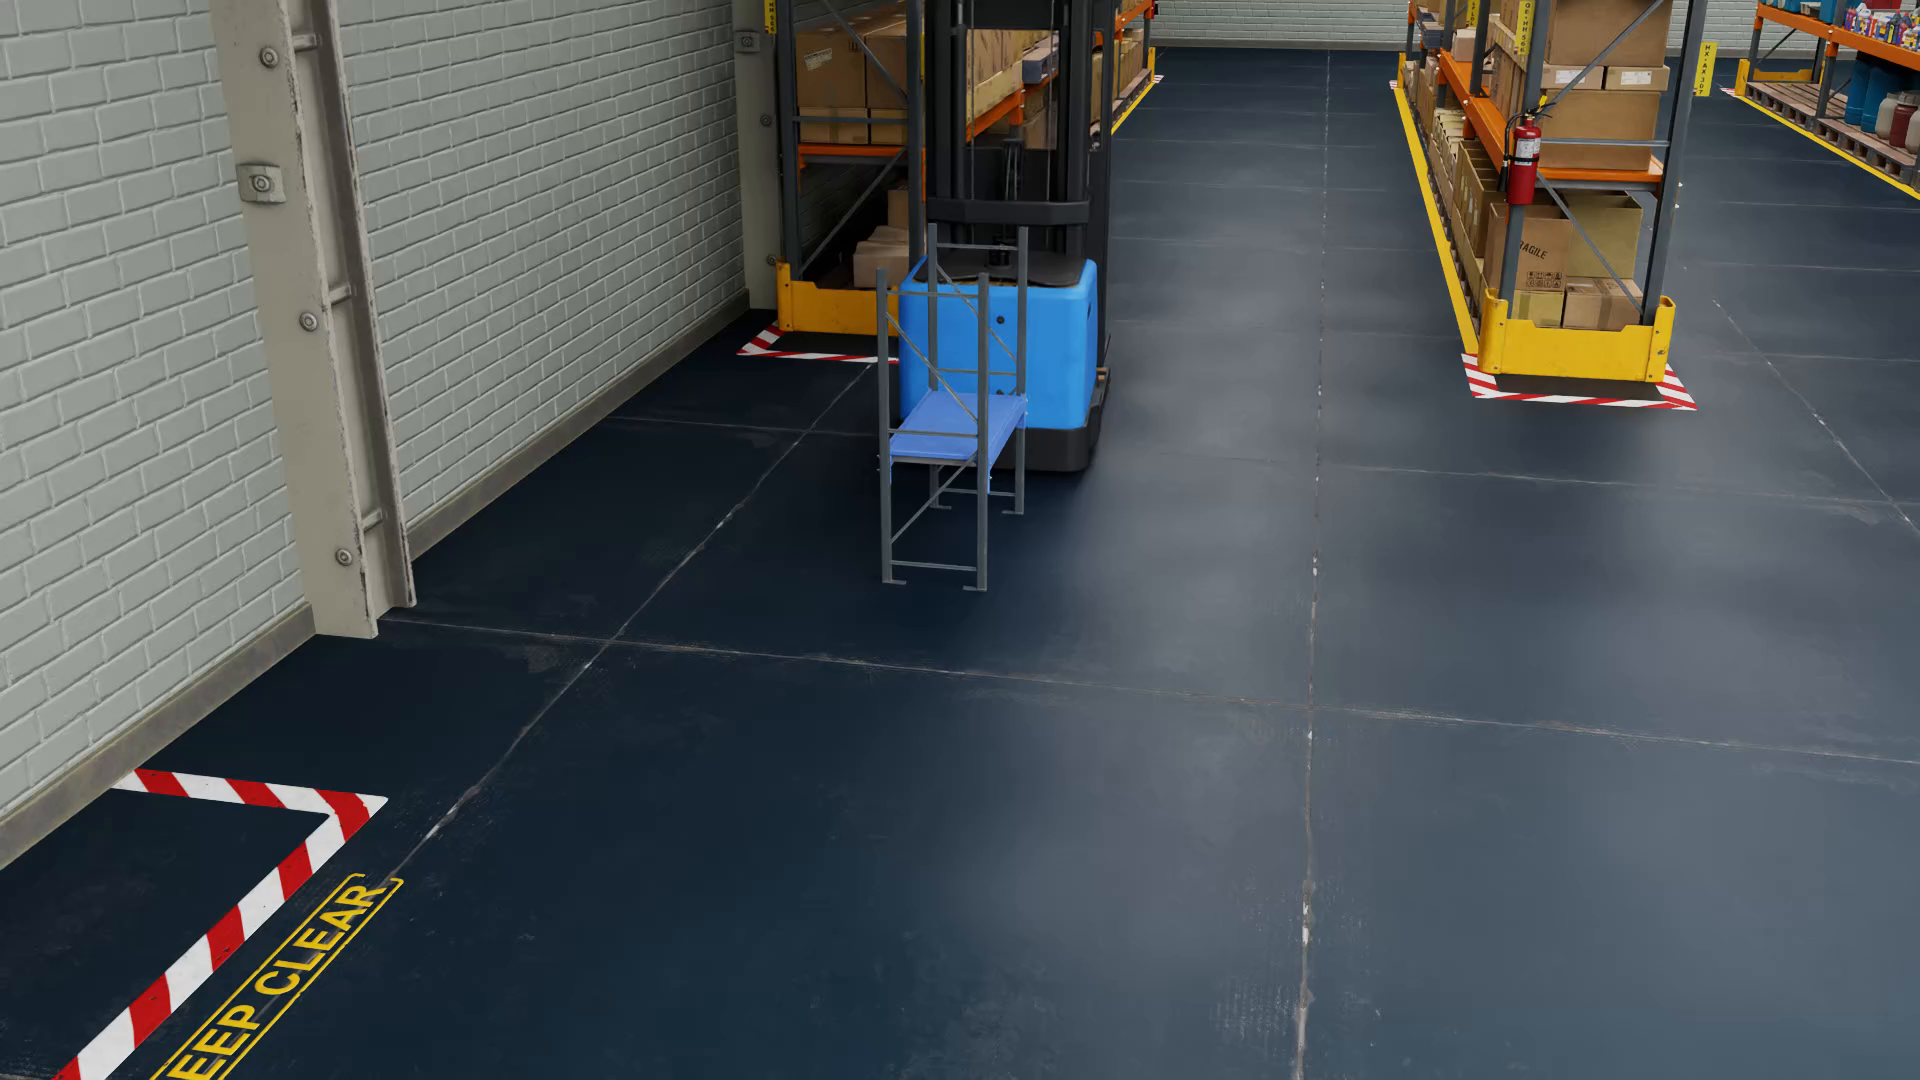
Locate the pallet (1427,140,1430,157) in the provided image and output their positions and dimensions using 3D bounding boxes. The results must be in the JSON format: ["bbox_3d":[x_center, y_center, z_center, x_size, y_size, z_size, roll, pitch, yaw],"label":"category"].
[{"bbox_3d":[5.917,-4.441,19.099,1.003,0.211,1.213,4,22,11],"label":"pallet"}]

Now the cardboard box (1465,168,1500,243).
[{"bbox_3d":[4.207,-2.574,12.845,0.500,0.500,0.500,4,22,11],"label":"cardboard box"}]

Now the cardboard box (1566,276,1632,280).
[{"bbox_3d":[4.521,-1.820,11.977,0.500,0.250,0.500,4,22,11],"label":"cardboard box"}]

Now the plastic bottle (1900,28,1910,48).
[{"bbox_3d":[10.469,-5.548,18.381,0.097,0.201,0.097,0,22,0],"label":"plastic bottle"}]

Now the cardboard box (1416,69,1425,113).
[{"bbox_3d":[6.207,-5.814,21.531,0.500,0.500,0.500,3,22,8],"label":"cardboard box"}]

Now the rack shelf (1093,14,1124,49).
[{"bbox_3d":[1.286,-6.239,20.792,1.077,0.370,4.000,4,22,11],"label":"rack shelf"}]

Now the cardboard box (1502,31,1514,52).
[{"bbox_3d":[4.460,-3.892,12.999,0.380,0.149,0.250,4,22,9],"label":"cardboard box"}]

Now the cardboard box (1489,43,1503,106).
[{"bbox_3d":[4.827,-3.885,13.852,0.700,0.500,0.500,4,22,10],"label":"cardboard box"}]

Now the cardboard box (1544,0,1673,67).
[{"bbox_3d":[4.214,-3.376,10.851,0.700,0.500,0.500,5,22,11],"label":"cardboard box"}]

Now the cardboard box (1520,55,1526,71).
[{"bbox_3d":[4.198,-3.418,11.822,0.380,0.149,0.250,5,23,13],"label":"cardboard box"}]

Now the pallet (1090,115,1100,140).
[{"bbox_3d":[1.363,-5.275,21.168,1.003,0.211,1.213,4,22,11],"label":"pallet"}]

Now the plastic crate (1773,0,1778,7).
[{"bbox_3d":[11.702,-7.656,23.491,0.416,0.233,0.300,4,22,11],"label":"plastic crate"}]

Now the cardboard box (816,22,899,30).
[{"bbox_3d":[-0.754,-3.575,12.384,0.500,0.500,0.500,5,22,12],"label":"cardboard box"}]

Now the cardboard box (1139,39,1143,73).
[{"bbox_3d":[2.465,-7.538,25.840,0.700,0.500,0.500,4,22,11],"label":"cardboard box"}]

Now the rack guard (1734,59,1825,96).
[{"bbox_3d":[12.201,-6.862,24.722,1.175,0.500,0.348,4,22,11],"label":"rack guard"}]

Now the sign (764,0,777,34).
[{"bbox_3d":[-1.294,-3.648,11.424,0.100,0.325,0.005,4,22,11],"label":"sign"}]

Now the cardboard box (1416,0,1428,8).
[{"bbox_3d":[6.228,-7.012,21.054,0.700,0.500,0.500,-3,22,-7],"label":"cardboard box"}]

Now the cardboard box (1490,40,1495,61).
[{"bbox_3d":[5.192,-4.520,15.429,0.500,0.500,0.500,6,23,15],"label":"cardboard box"}]

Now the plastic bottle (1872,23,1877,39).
[{"bbox_3d":[10.686,-5.937,19.346,0.097,0.201,0.097,0,22,0],"label":"plastic bottle"}]

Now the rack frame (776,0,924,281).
[{"bbox_3d":[-0.755,-2.915,11.576,1.000,3.000,0.127,4,22,11],"label":"rack frame"}]

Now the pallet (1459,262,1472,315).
[{"bbox_3d":[4.462,-1.973,12.970,1.003,0.211,1.213,4,22,11],"label":"pallet"}]

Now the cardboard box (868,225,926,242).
[{"bbox_3d":[-0.409,-2.327,13.125,0.500,0.311,0.500,6,23,15],"label":"cardboard box"}]

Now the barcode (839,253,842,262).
[{"bbox_3d":[-0.913,-2.159,12.698,0.001,0.075,0.075,4,22,11],"label":"barcode"}]

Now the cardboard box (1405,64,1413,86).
[{"bbox_3d":[6.768,-6.776,24.255,0.500,0.250,0.500,4,22,11],"label":"cardboard box"}]

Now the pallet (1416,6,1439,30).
[{"bbox_3d":[6.274,-6.554,20.870,1.003,0.211,1.213,4,22,11],"label":"pallet"}]

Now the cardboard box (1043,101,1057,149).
[{"bbox_3d":[0.782,-4.618,18.562,0.700,0.500,0.500,5,22,12],"label":"cardboard box"}]

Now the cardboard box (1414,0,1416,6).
[{"bbox_3d":[6.806,-7.922,23.875,0.500,0.500,0.500,4,22,11],"label":"cardboard box"}]

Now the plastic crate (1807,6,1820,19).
[{"bbox_3d":[11.358,-6.879,21.706,0.437,0.125,0.590,4,22,11],"label":"plastic crate"}]

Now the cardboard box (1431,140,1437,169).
[{"bbox_3d":[5.232,-4.031,17.465,0.500,0.250,0.500,4,22,9],"label":"cardboard box"}]

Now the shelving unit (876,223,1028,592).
[{"bbox_3d":[-0.017,-0.664,7.996,0.538,1.500,1.048,4,22,11],"label":"shelving unit"}]

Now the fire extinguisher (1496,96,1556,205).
[{"bbox_3d":[3.617,-2.495,10.637,0.296,0.674,0.183,4,22,11],"label":"fire extinguisher"}]

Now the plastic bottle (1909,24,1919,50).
[{"bbox_3d":[10.409,-5.474,18.102,0.097,0.271,0.097,0,22,0],"label":"plastic bottle"}]

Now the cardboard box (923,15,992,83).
[{"bbox_3d":[-0.047,-3.912,13.223,0.500,0.500,0.500,5,23,13],"label":"cardboard box"}]

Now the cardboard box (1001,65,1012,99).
[{"bbox_3d":[0.152,-3.940,14.295,0.500,0.250,0.500,5,22,11],"label":"cardboard box"}]

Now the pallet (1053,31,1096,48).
[{"bbox_3d":[0.836,-5.483,18.210,1.213,0.211,1.003,4,22,11],"label":"pallet"}]

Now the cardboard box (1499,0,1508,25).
[{"bbox_3d":[4.827,-4.487,13.609,0.700,0.500,0.500,5,22,11],"label":"cardboard box"}]

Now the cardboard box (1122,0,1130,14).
[{"bbox_3d":[1.820,-7.640,22.907,0.980,0.700,0.700,5,22,12],"label":"cardboard box"}]

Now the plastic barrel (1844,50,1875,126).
[{"bbox_3d":[11.265,-5.572,20.421,0.600,0.901,0.708,4,22,11],"label":"plastic barrel"}]

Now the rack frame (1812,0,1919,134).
[{"bbox_3d":[11.392,-6.548,20.598,1.000,3.000,0.127,4,22,11],"label":"rack frame"}]

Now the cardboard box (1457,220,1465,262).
[{"bbox_3d":[4.306,-2.410,13.440,0.500,0.250,0.500,4,22,11],"label":"cardboard box"}]

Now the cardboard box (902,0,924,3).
[{"bbox_3d":[-0.239,-4.510,14.706,0.500,0.500,0.500,4,22,10],"label":"cardboard box"}]

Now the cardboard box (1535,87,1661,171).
[{"bbox_3d":[4.203,-2.755,11.045,0.700,0.500,0.500,4,22,11],"label":"cardboard box"}]

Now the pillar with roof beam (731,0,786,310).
[{"bbox_3d":[2.756,-5.692,10.440,9.100,9.000,0.400,4,22,11],"label":"pillar with roof beam"}]

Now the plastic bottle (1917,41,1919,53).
[{"bbox_3d":[10.349,-5.335,17.850,0.097,0.201,0.097,0,22,0],"label":"plastic bottle"}]

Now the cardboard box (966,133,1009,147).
[{"bbox_3d":[0.195,-3.693,16.265,0.700,0.500,0.500,5,23,13],"label":"cardboard box"}]

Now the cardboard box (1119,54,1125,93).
[{"bbox_3d":[1.947,-6.605,23.522,0.700,0.500,0.500,5,22,12],"label":"cardboard box"}]

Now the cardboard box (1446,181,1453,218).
[{"bbox_3d":[4.712,-3.095,15.141,0.500,0.250,0.500,4,22,10],"label":"cardboard box"}]

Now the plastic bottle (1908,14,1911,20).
[{"bbox_3d":[11.503,-6.290,20.223,0.097,0.201,0.097,0,22,0],"label":"plastic bottle"}]

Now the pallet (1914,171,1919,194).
[{"bbox_3d":[10.380,-3.512,16.791,1.003,0.211,1.213,4,22,11],"label":"pallet"}]

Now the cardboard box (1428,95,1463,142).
[{"bbox_3d":[5.689,-4.869,19.185,0.500,0.500,0.500,5,23,13],"label":"cardboard box"}]

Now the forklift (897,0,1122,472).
[{"bbox_3d":[0.375,-2.247,10.010,1.130,2.935,3.031,3,22,8],"label":"forklift"}]

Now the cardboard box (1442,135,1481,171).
[{"bbox_3d":[4.918,-3.724,15.953,0.500,0.311,0.500,4,22,11],"label":"cardboard box"}]

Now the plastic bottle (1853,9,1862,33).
[{"bbox_3d":[10.847,-6.259,20.052,0.097,0.271,0.097,0,22,0],"label":"plastic bottle"}]

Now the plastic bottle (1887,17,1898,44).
[{"bbox_3d":[10.539,-5.746,18.763,0.061,0.283,0.133,4,22,11],"label":"plastic bottle"}]

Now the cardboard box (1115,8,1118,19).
[{"bbox_3d":[1.874,-6.957,21.922,0.380,0.149,0.250,5,22,12],"label":"cardboard box"}]

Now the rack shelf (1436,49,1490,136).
[{"bbox_3d":[5.320,-4.399,16.225,1.077,0.370,4.000,4,22,11],"label":"rack shelf"}]
